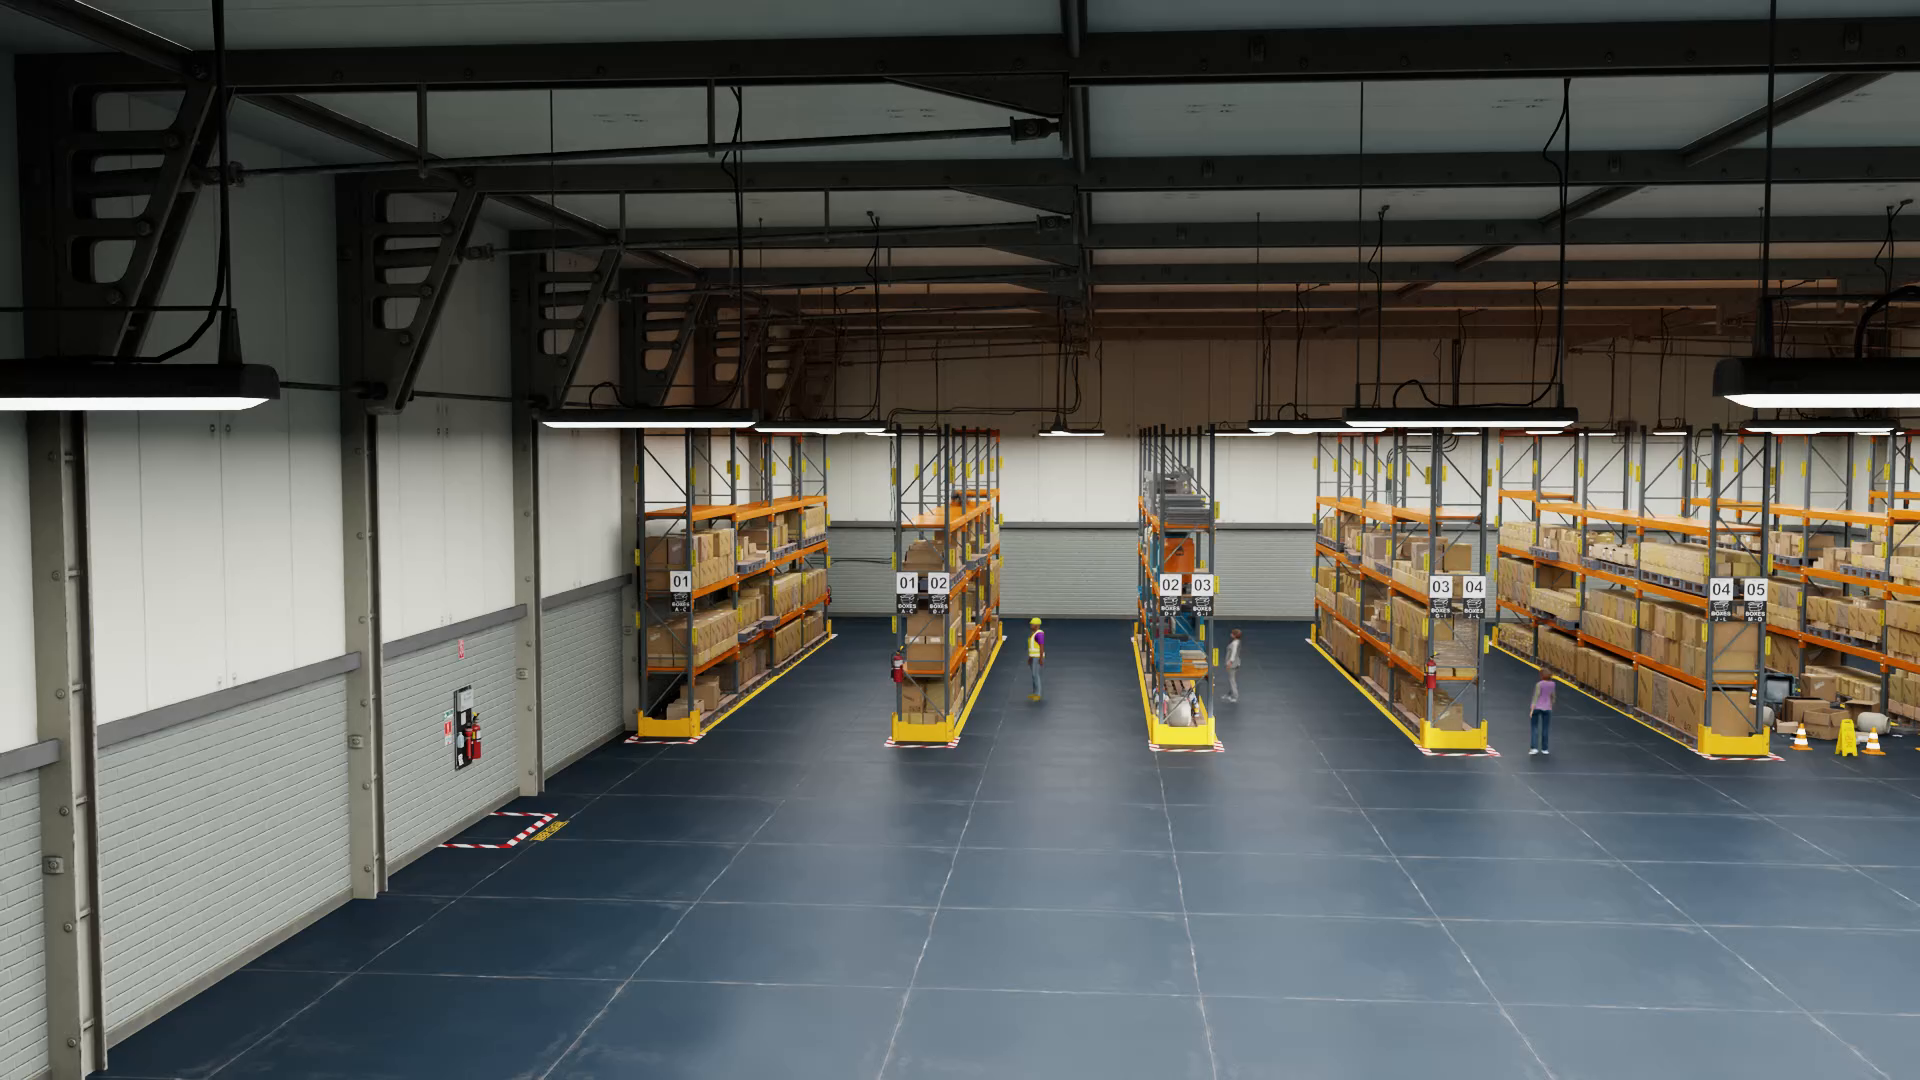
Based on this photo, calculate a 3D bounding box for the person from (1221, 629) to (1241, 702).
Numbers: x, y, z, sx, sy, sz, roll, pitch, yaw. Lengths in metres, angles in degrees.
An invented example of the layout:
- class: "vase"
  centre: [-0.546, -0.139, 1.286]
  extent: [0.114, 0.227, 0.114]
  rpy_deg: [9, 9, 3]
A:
- class: "person"
  centre: [5.901, 2.729, 36.357]
  extent: [0.533, 1.597, 0.435]
  rpy_deg: [2, 4, 35]

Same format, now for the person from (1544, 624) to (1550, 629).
- class: "person"
  centre: [16.997, 1.992, 47.488]
  extent: [0.845, 1.632, 0.540]
  rpy_deg: [0, 3, -7]

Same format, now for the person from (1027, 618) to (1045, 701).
- class: "person"
  centre: [1.662, 2.618, 36.635]
  extent: [0.388, 1.801, 0.658]
  rpy_deg: [-1, 4, -10]

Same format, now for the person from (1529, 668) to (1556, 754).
- class: "person"
  centre: [10.561, 3.113, 30.131]
  extent: [0.456, 1.614, 0.496]
  rpy_deg: [1, 4, 14]
